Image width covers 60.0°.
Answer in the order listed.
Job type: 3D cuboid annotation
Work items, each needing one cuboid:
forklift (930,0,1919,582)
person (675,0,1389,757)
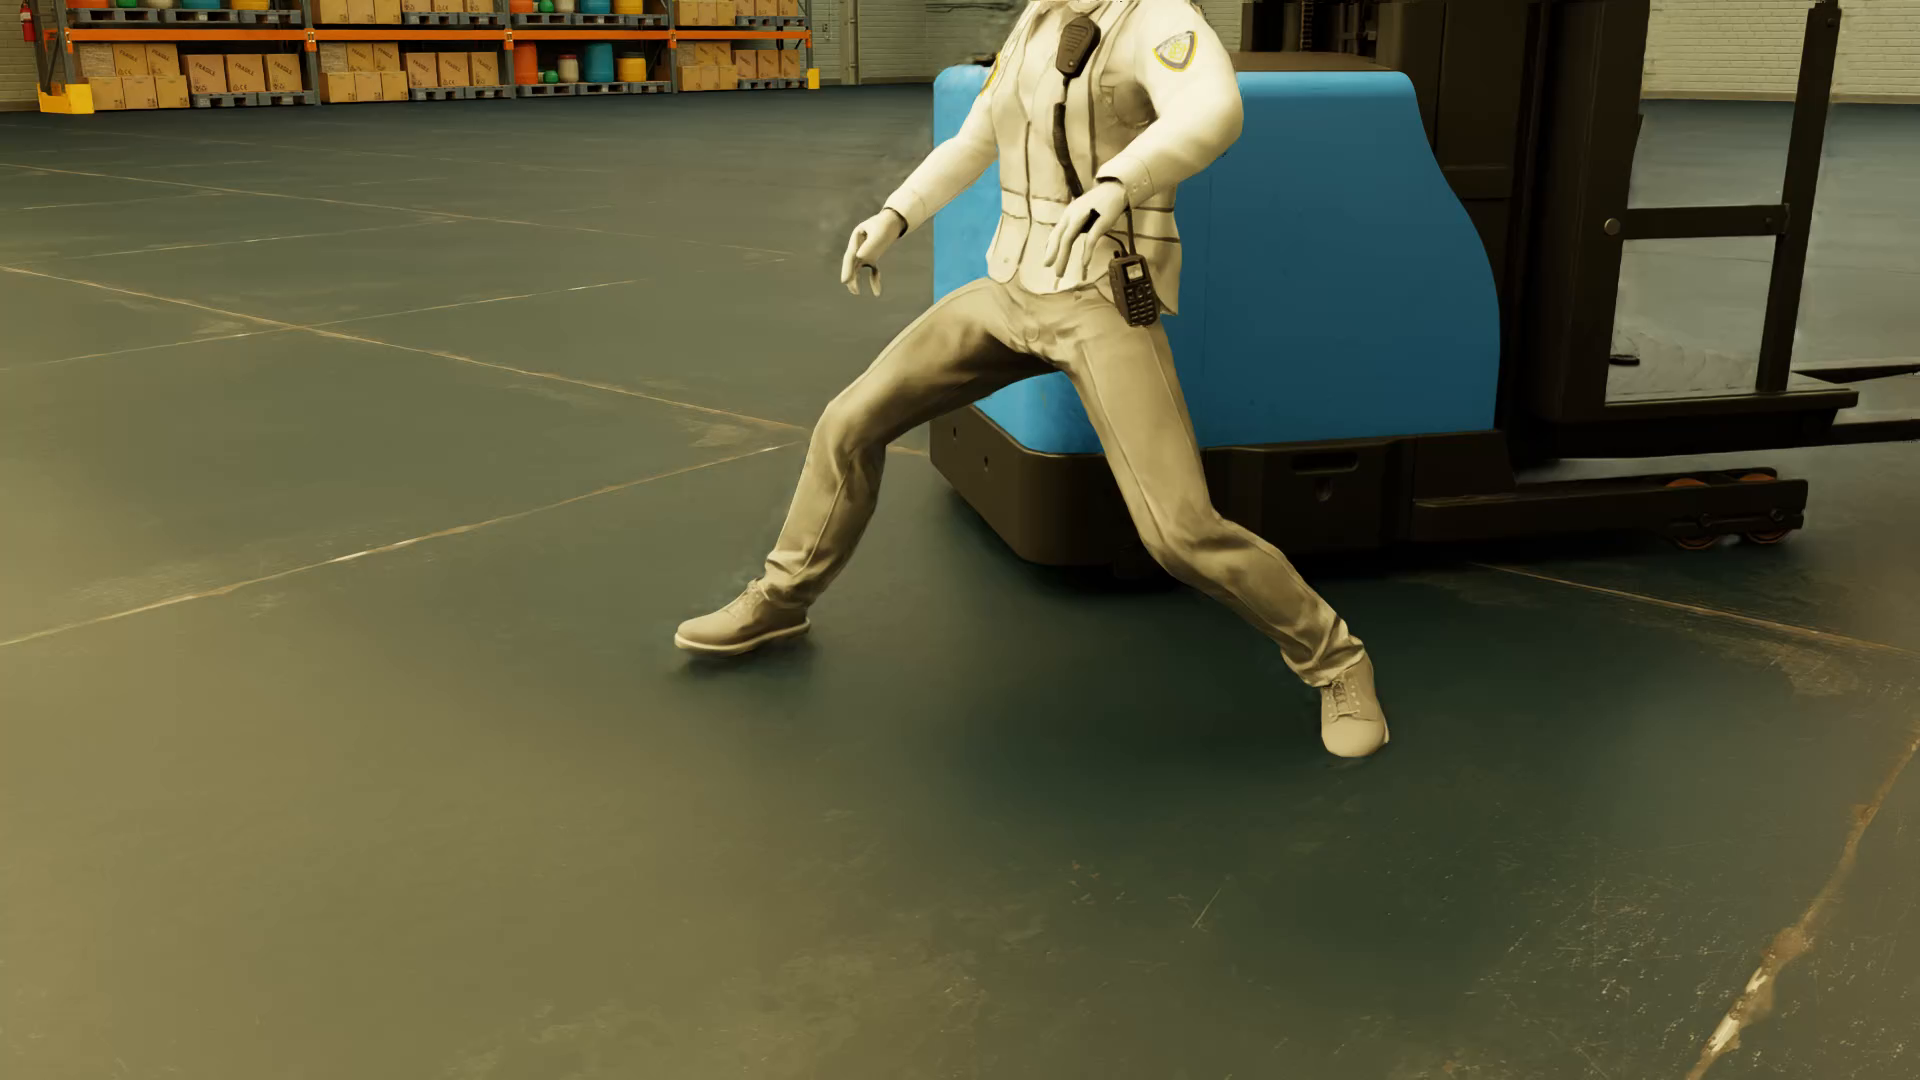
[{"bbox_3d":[1.495,-1.523,3.914,3.031,2.935,1.130,-4,17,-13],"label":"forklift"},{"bbox_3d":[0.122,-0.405,2.809,0.966,1.514,1.056,-11,20,-31],"label":"person"}]
